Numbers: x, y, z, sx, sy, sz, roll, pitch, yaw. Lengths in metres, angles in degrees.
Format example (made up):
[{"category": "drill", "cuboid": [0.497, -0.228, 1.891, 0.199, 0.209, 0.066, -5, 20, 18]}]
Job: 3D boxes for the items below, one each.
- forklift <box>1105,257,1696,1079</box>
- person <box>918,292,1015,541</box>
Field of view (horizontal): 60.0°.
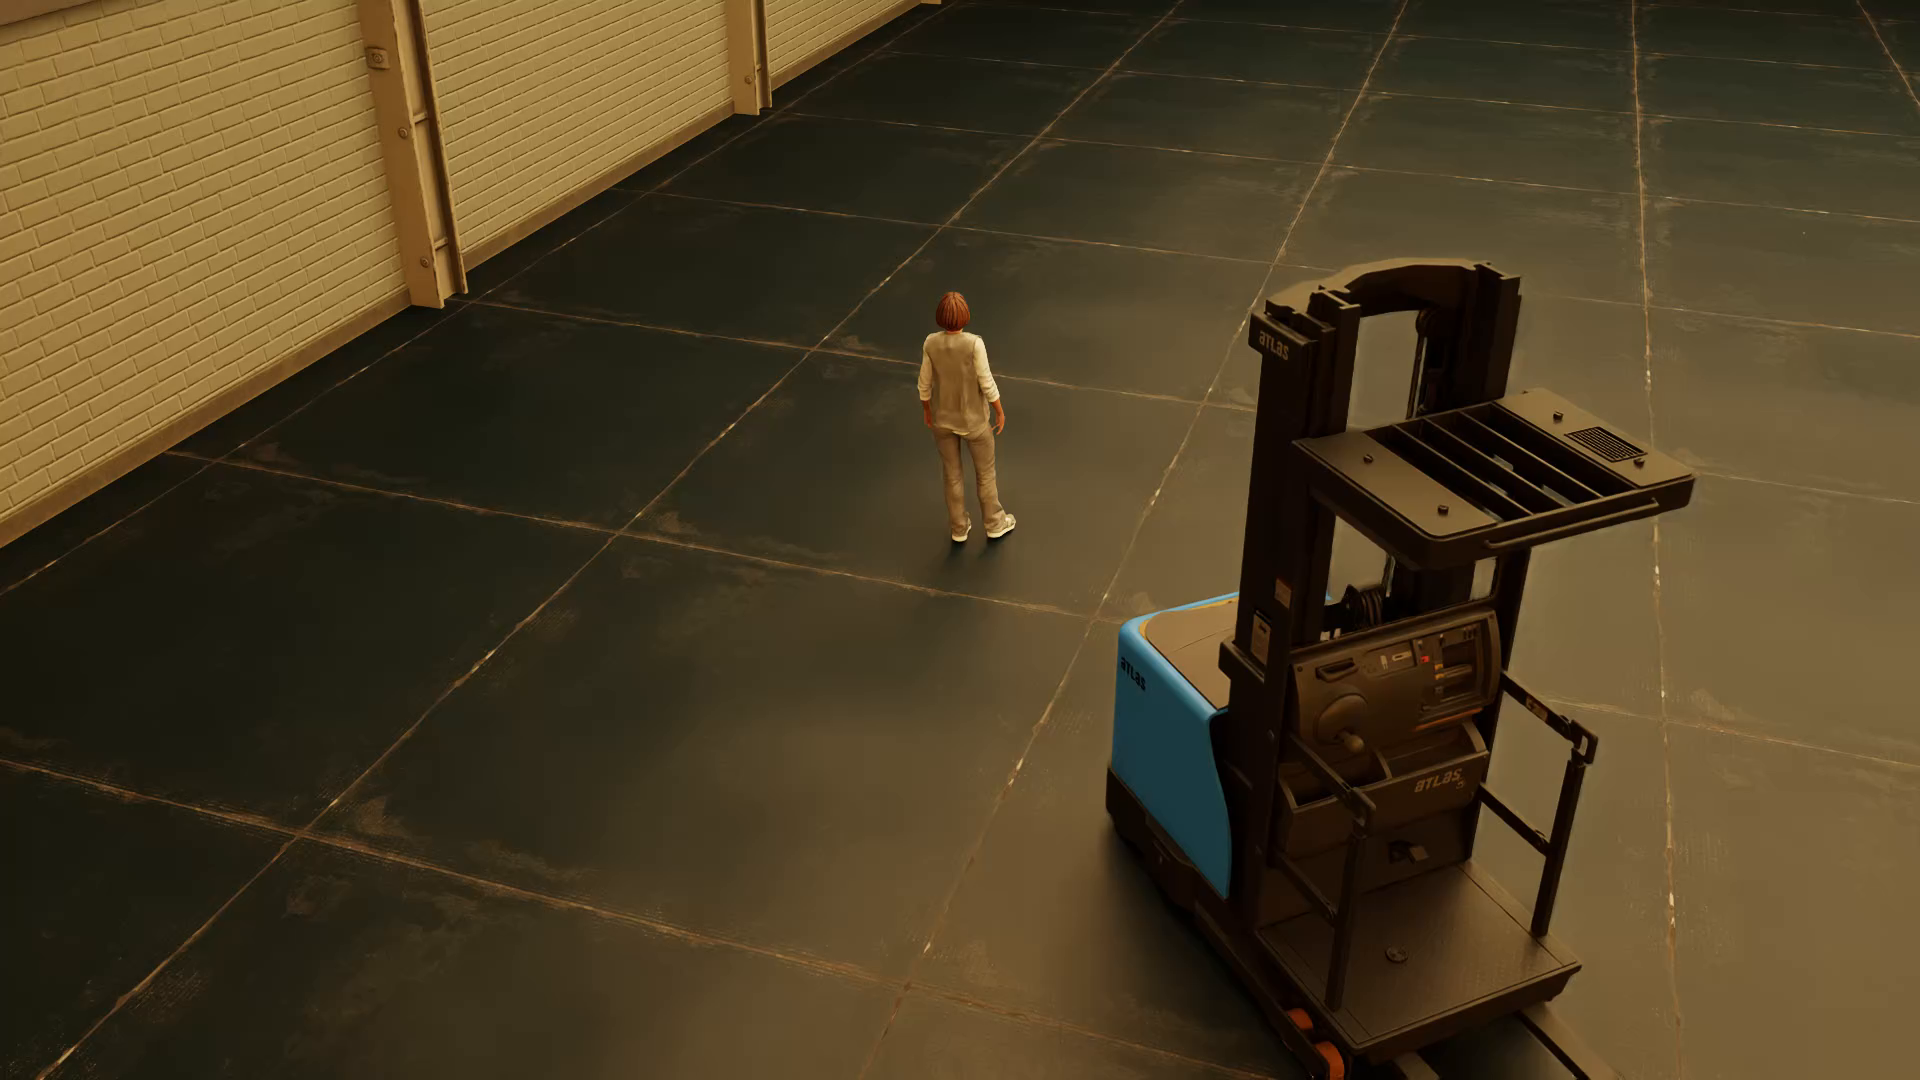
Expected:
[{"category": "forklift", "cuboid": [1.746, 0.582, 6.115, 1.130, 2.935, 3.031, -13, 32, -21]}, {"category": "person", "cuboid": [0.037, -0.733, 9.755, 0.521, 1.599, 0.473, 10, 31, 16]}]
